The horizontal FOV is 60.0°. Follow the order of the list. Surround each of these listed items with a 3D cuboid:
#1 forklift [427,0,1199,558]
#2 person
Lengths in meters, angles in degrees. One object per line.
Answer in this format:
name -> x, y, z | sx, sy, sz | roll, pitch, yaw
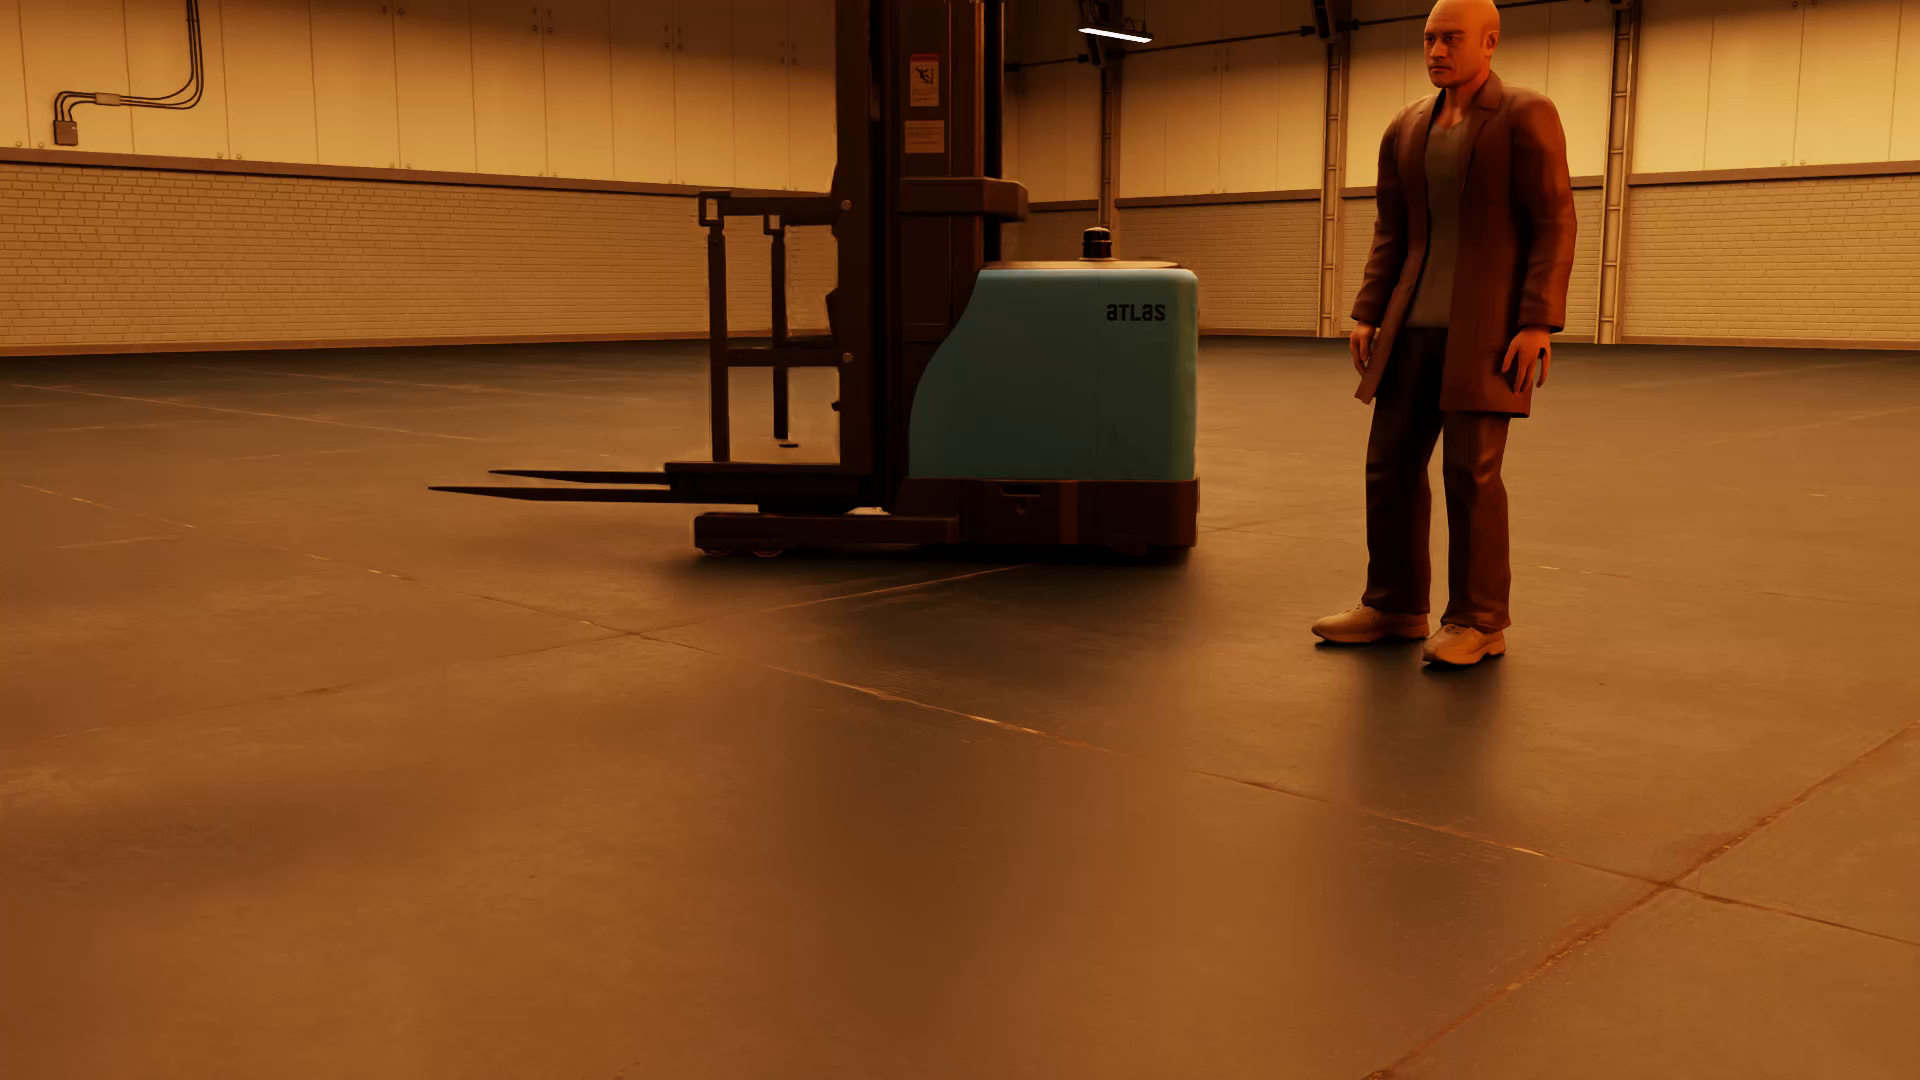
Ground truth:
forklift -> -0.576, -1.458, 6.557 | 3.031, 2.935, 1.130 | 1, 9, 7
person -> 1.337, -0.565, 4.513 | 0.427, 1.773, 0.652 | -6, 11, -36
